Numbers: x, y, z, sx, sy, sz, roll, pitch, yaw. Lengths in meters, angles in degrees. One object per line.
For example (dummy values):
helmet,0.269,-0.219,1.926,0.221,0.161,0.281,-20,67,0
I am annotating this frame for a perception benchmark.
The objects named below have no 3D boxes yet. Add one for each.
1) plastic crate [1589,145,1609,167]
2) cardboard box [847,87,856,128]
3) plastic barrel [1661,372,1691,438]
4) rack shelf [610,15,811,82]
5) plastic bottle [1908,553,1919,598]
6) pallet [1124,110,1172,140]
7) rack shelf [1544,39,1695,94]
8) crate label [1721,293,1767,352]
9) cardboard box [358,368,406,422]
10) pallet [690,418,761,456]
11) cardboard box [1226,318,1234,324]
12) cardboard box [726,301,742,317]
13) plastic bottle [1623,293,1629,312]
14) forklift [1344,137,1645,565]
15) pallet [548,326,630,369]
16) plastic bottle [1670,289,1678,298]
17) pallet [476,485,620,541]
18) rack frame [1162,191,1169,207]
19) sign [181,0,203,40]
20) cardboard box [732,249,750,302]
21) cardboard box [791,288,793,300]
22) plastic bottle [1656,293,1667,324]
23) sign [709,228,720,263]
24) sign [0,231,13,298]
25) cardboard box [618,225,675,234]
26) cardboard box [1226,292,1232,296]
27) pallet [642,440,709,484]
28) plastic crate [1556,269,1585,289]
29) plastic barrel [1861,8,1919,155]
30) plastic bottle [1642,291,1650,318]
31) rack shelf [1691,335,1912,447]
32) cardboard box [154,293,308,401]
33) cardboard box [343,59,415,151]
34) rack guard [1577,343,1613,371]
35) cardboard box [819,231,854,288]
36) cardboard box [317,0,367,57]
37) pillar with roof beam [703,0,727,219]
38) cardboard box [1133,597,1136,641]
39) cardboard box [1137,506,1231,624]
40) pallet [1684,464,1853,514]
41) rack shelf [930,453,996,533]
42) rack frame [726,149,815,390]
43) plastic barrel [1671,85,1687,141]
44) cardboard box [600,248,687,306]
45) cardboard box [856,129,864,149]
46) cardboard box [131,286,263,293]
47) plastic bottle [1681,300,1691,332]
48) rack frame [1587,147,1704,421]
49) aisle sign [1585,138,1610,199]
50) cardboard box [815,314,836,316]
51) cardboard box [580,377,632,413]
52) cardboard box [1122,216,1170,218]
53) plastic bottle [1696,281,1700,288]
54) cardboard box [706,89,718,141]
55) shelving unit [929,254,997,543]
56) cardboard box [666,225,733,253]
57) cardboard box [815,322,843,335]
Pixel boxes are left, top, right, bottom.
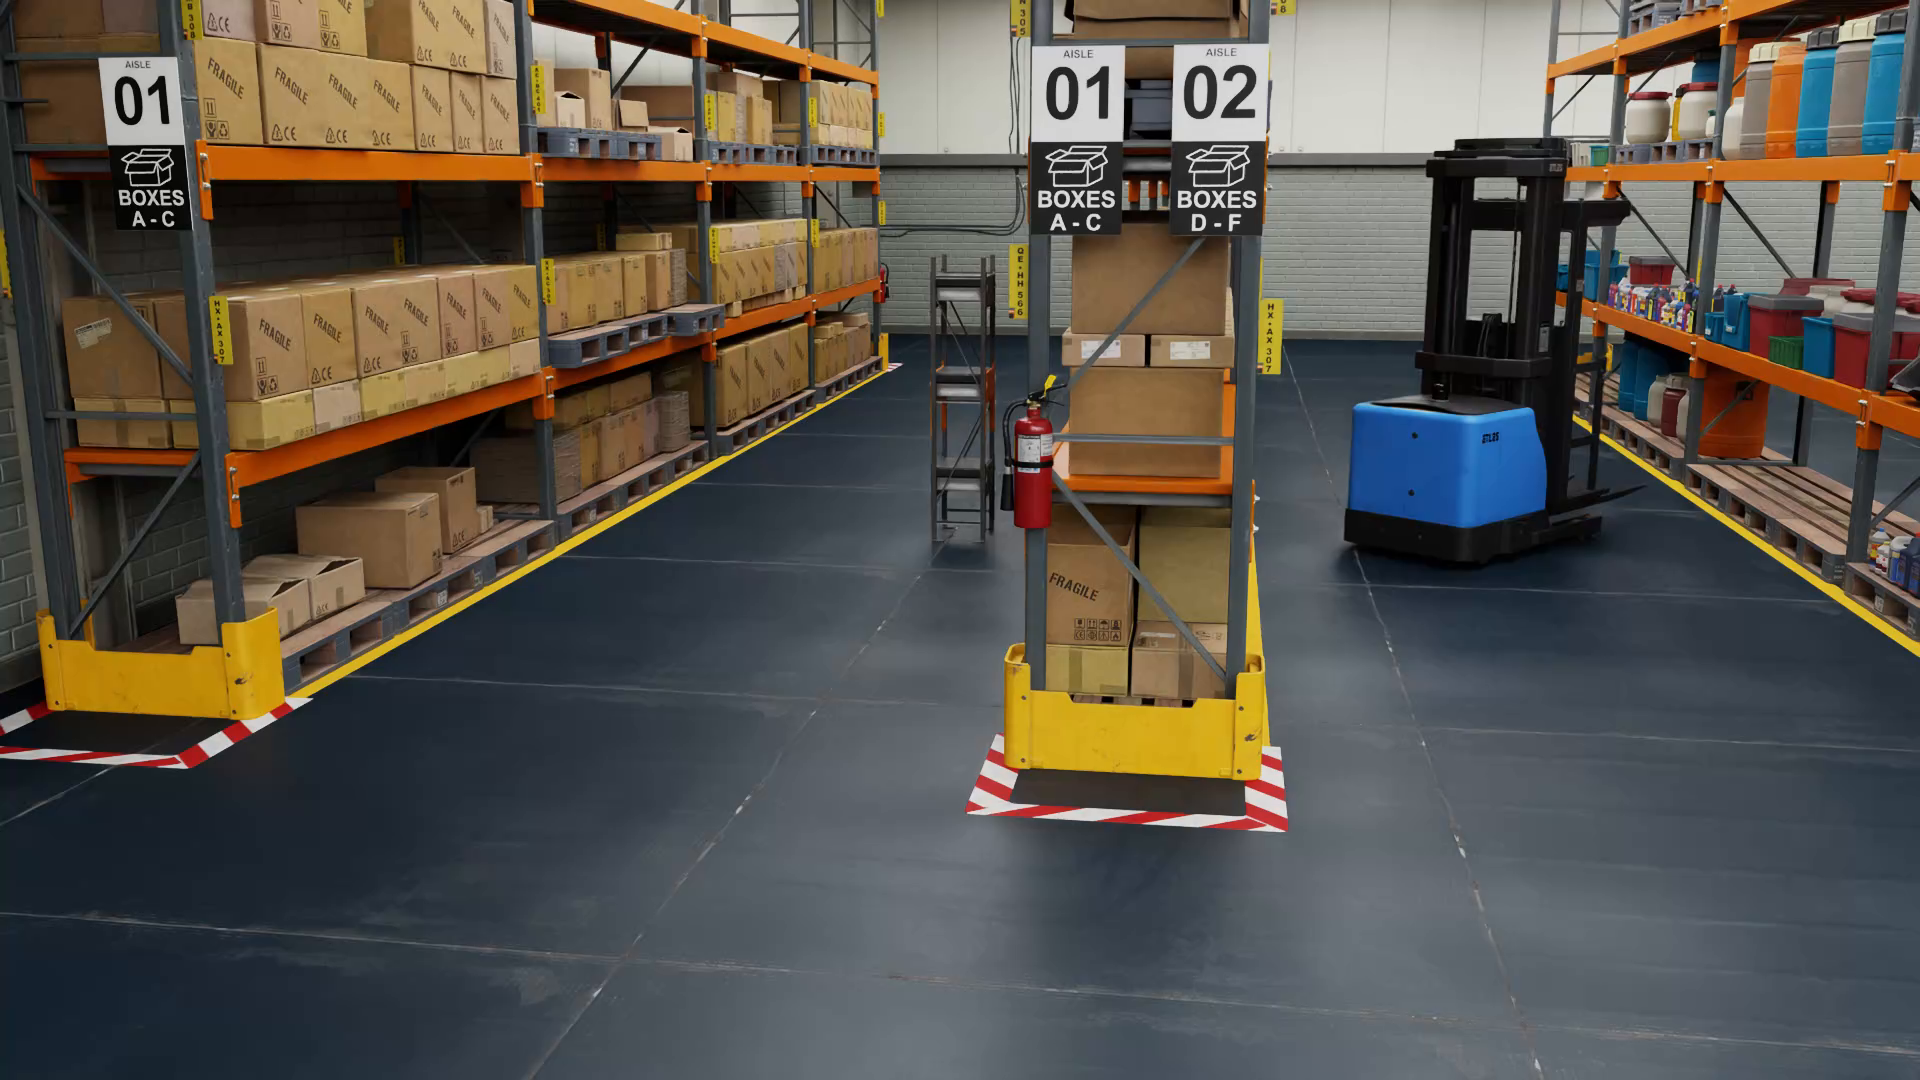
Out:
plastic crate,7.367,-4.364,18.898,0.416,0.233,0.300,2,12,9
cardboard box,-1.635,-5.573,21.454,0.500,0.500,0.500,1,12,6
plastic barrel,7.159,-1.311,16.182,0.600,0.588,0.708,2,12,9
rack shelf,-2.555,-5.069,17.313,1.077,0.370,4.000,2,12,9
plastic bottle,5.748,0.160,9.875,0.144,0.351,0.185,1,12,6
pallet,1.122,-2.267,8.981,1.003,0.211,1.213,2,12,9
rack shelf,7.850,-5.581,19.687,1.077,0.370,4.000,2,12,9
crate label,6.507,-1.766,13.483,0.502,0.435,0.616,2,12,9
cardboard box,-3.554,-0.844,9.600,0.500,0.250,0.500,2,12,8
pallet,-2.667,-1.066,16.939,1.003,0.211,1.213,2,12,9
cardboard box,1.194,-1.043,8.434,0.380,0.149,0.250,2,12,8
cardboard box,-2.411,-2.320,16.689,0.380,0.149,0.250,2,12,10
plastic bottle,6.978,-2.478,17.345,0.097,0.201,0.097,0,12,0
forklift,4.230,-1.498,12.486,3.031,2.935,1.130,-11,16,-42
pallet,-3.216,-1.496,12.768,1.003,0.211,1.213,2,12,9
plastic bottle,7.675,-2.590,17.862,0.097,0.201,0.097,0,12,0
pallet,-3.359,-0.234,13.078,1.003,0.211,1.213,2,12,9
rack frame,3.263,-3.773,22.882,1.000,3.000,0.127,2,12,9
sign,-3.557,-2.478,7.678,0.100,0.325,0.005,2,12,9
cardboard box,-2.445,-2.673,16.786,0.500,0.500,0.500,2,12,11
cardboard box,-2.119,-2.802,18.924,0.380,0.149,0.250,2,12,10
plastic bottle,6.743,-2.225,15.977,0.061,0.283,0.133,2,12,9
sign,-2.325,-2.779,15.709,0.100,0.325,0.005,2,12,9
sign,-4.638,-1.345,8.115,0.100,0.325,0.005,2,12,9
cardboard box,-3.049,-2.941,16.249,0.500,0.250,0.500,2,12,10
cardboard box,1.510,-1.472,10.425,0.380,0.149,0.250,2,12,7
pallet,-2.984,-0.742,15.434,1.003,0.211,1.213,2,12,9
plastic crate,7.591,-3.245,20.684,0.416,0.233,0.300,2,12,9
plastic barrel,6.175,-2.938,10.697,0.600,0.901,0.708,2,12,9
plastic bottle,6.856,-2.348,16.573,0.097,0.271,0.097,0,12,0
rack shelf,6.619,-1.179,12.550,1.077,0.370,4.000,2,12,9
cardboard box,-3.722,-0.995,8.518,0.500,0.500,0.500,2,12,9
cardboard box,-3.539,-2.520,9.661,0.500,0.500,0.500,3,12,12
rack guard,8.148,-2.395,22.422,1.175,0.500,0.348,2,12,9
cardboard box,-1.928,-3.663,21.657,0.980,0.700,0.700,1,12,6
cardboard box,-3.599,-2.898,9.043,0.500,0.500,0.500,2,12,10
pillar with roof beam,1.260,-6.067,19.286,9.100,9.000,0.400,2,12,9
cardboard box,0.658,0.471,8.719,0.500,0.250,0.500,2,12,9
cardboard box,1.180,0.121,8.561,0.500,0.500,0.500,2,12,9
pallet,6.769,-0.423,13.957,1.003,0.211,1.213,2,12,9
rack shelf,0.025,-0.363,12.582,0.431,0.518,0.480,2,12,9
rack frame,-2.247,-3.100,19.759,1.000,3.000,0.127,2,12,9
plastic barrel,7.602,-4.346,16.977,0.600,0.588,0.600,0,12,0
cardboard box,-2.925,-2.433,15.383,0.700,0.500,0.500,0,12,2
cardboard box,-1.561,-5.311,22.017,0.500,0.250,0.500,1,12,7
cardboard box,-4.143,-1.115,9.075,0.500,0.500,0.500,2,12,9
plastic bottle,6.603,-2.036,15.096,0.061,0.283,0.133,2,12,9
rack frame,7.542,-2.779,18.269,1.000,3.000,0.127,2,12,9
aisle sign,8.458,-4.888,21.885,0.394,0.787,0.004,2,12,9
cardboard box,-1.896,-3.011,22.744,0.380,0.149,0.250,2,12,9
cardboard box,-3.145,-1.252,14.291,0.500,0.250,0.500,2,12,8
cardboard box,1.047,-1.448,8.775,0.700,0.500,0.500,2,12,9
plastic bottle,7.724,-2.553,17.338,0.144,0.351,0.185,2,12,9
cardboard box,-2.815,-4.213,16.519,0.700,0.500,0.500,1,12,6
shelving unit,0.025,-1.061,12.432,0.431,2.100,0.503,2,12,9
cardboard box,-2.533,-2.930,16.200,0.500,0.250,0.500,2,12,10
cardboard box,-1.718,-2.727,21.424,0.380,0.149,0.250,2,12,7
